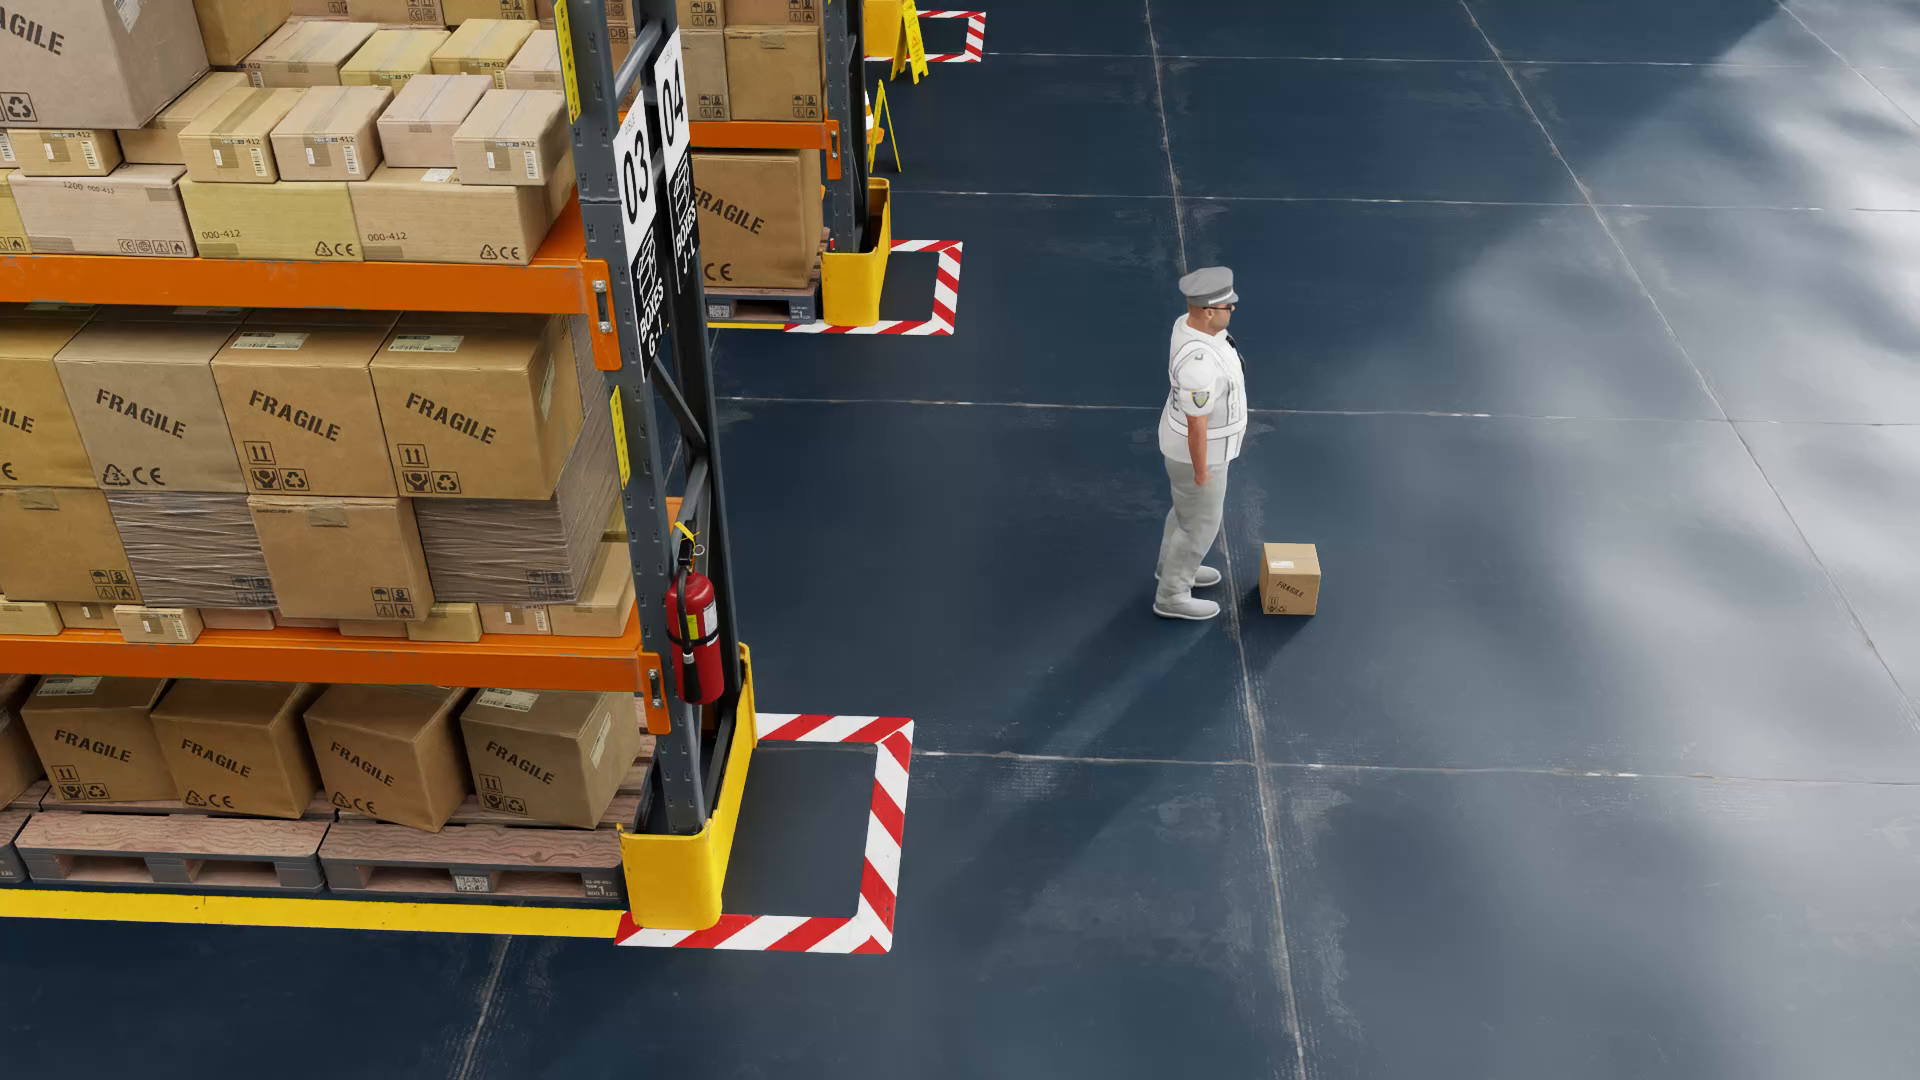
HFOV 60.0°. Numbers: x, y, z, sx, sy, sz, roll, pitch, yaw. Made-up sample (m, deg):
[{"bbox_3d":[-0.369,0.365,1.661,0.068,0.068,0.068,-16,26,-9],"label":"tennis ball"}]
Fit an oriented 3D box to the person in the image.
[{"bbox_3d":[1.120,-0.445,7.743,0.393,1.767,0.527,2,36,3],"label":"person"}]
